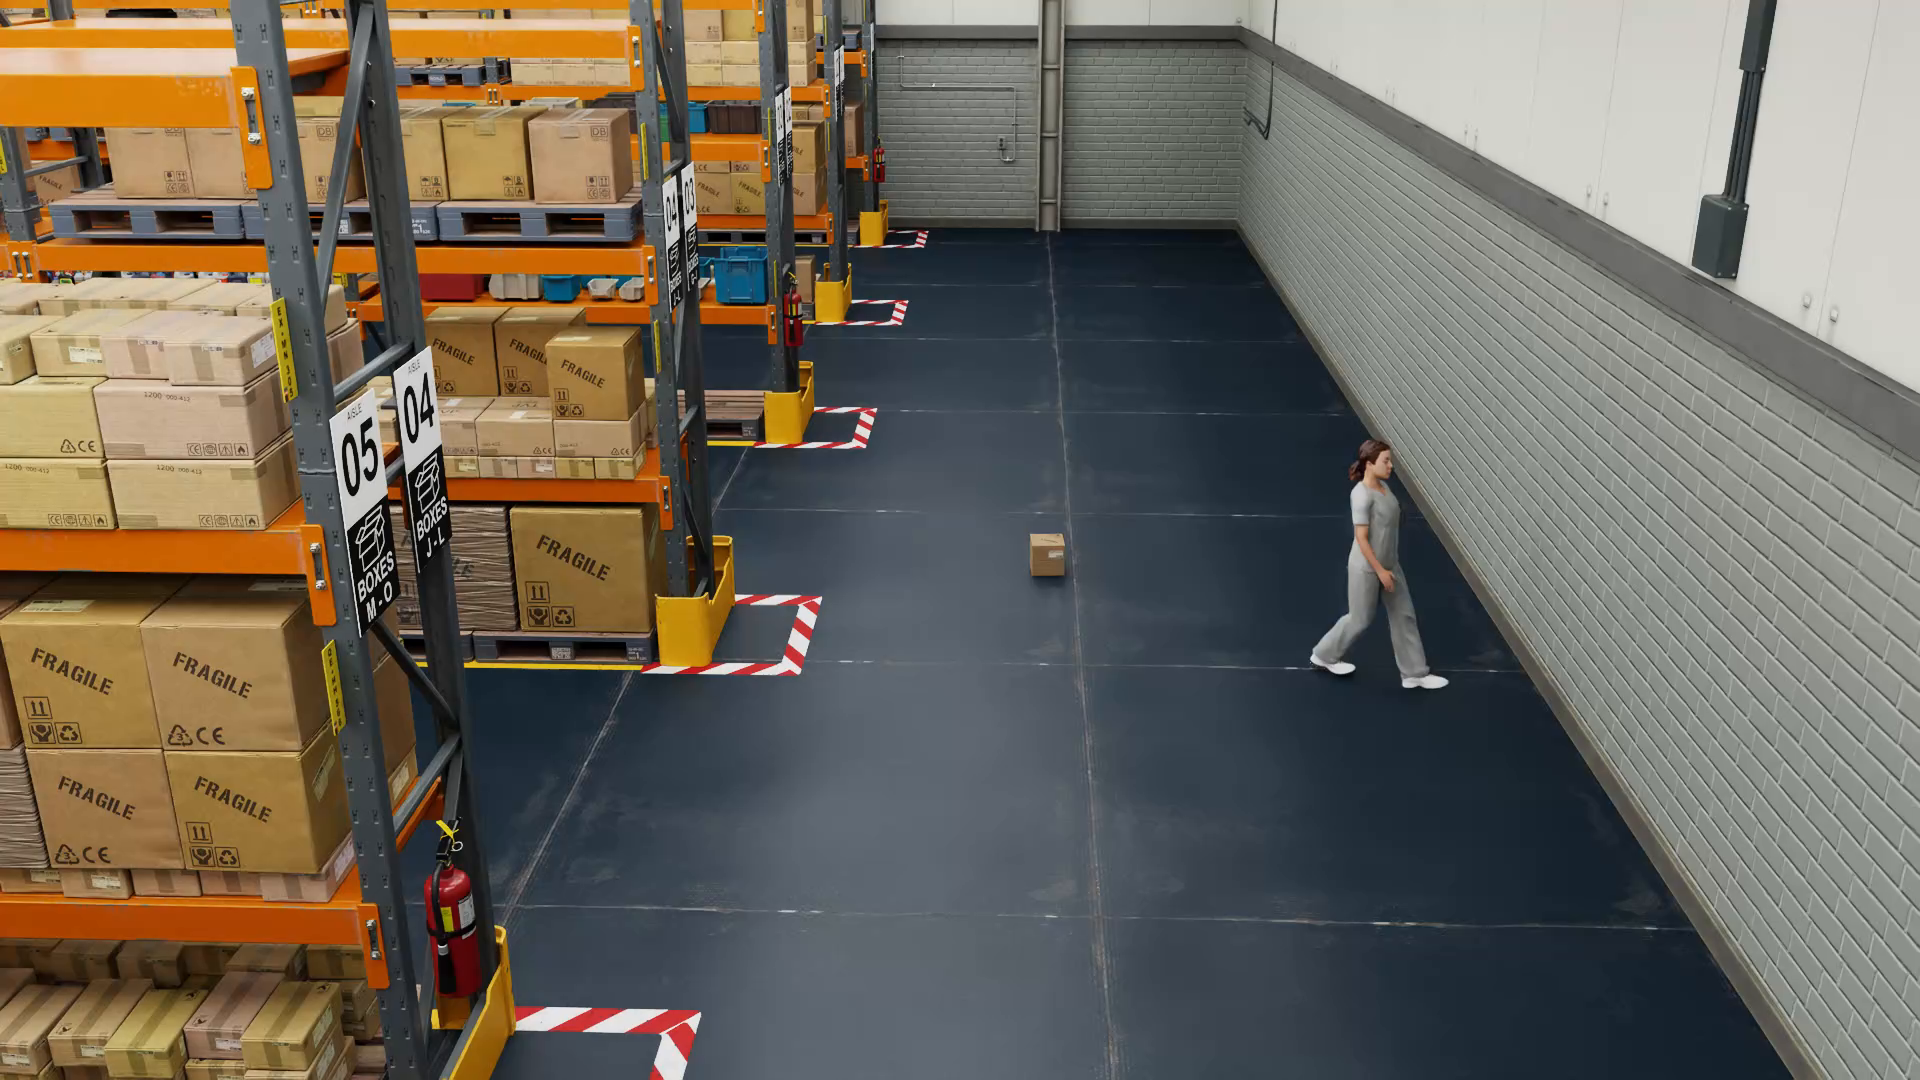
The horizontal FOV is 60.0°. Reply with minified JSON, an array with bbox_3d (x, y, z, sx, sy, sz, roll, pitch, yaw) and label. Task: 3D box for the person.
[{"bbox_3d":[2.735,0.172,10.641,0.911,1.617,0.481,17,26,37],"label":"person"}]
